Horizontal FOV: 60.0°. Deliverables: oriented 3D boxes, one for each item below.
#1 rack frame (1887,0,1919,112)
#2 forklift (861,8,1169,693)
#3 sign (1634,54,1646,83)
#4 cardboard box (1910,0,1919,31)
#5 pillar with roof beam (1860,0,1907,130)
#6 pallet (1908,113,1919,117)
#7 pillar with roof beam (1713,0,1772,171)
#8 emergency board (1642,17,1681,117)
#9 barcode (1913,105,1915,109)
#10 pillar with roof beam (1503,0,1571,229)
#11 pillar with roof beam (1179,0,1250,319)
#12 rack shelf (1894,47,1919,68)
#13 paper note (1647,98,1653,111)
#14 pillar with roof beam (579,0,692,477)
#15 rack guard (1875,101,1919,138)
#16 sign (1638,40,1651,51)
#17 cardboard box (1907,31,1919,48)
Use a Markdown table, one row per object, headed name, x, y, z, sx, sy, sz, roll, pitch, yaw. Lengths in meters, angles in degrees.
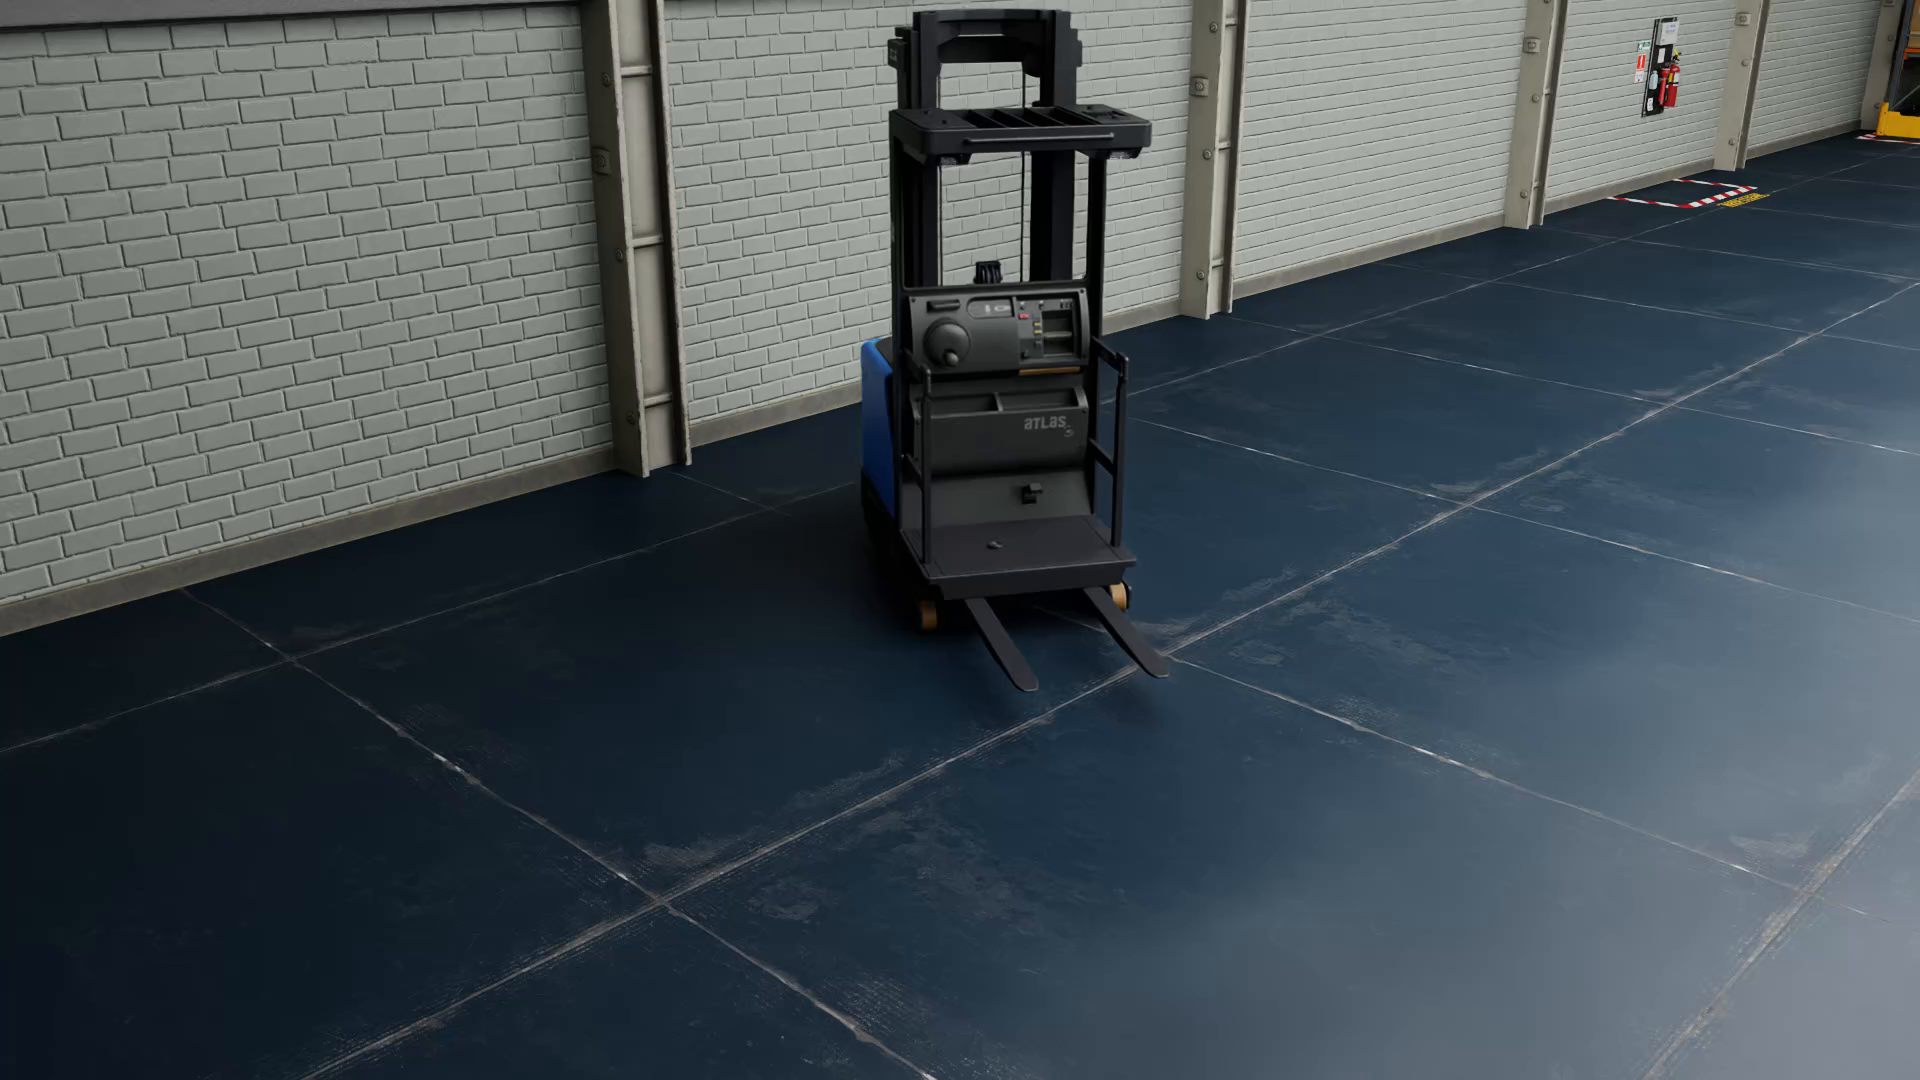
| name | x | y | z | sx | sy | sz | roll | pitch | yaw |
| --- | --- | --- | --- | --- | --- | --- | --- | --- | --- |
| rack frame | 14.877 | -7.660 | 25.323 | 1.000 | 3.000 | 0.127 | 19 | 28 | 41 |
| forklift | 0.253 | -1.056 | 8.236 | 1.130 | 2.935 | 3.031 | -5 | 22 | -13 |
| sign | 8.349 | -5.789 | 20.404 | 0.001 | 0.329 | 0.234 | 19 | 28 | 41 |
| cardboard box | 15.054 | -8.124 | 25.665 | 0.500 | 0.500 | 0.500 | 19 | 28 | 40 |
| pillar with roof beam | 17.830 | -9.779 | 22.474 | 9.100 | 9.000 | 0.400 | 19 | 28 | 41 |
| pallet | 15.522 | -6.578 | 26.394 | 1.003 | 0.211 | 1.213 | 19 | 28 | 41 |
| pillar with roof beam | 13.645 | -8.237 | 18.462 | 9.100 | 9.000 | 0.400 | 19 | 28 | 41 |
| emergency board | 8.809 | -5.888 | 20.713 | 0.194 | 1.169 | 0.643 | 19 | 28 | 41 |
| barcode | 15.150 | -6.875 | 26.401 | 0.001 | 0.075 | 0.075 | 19 | 28 | 41 |
| pillar with roof beam | 9.459 | -6.695 | 14.449 | 9.100 | 9.000 | 0.400 | 19 | 28 | 41 |
| pillar with roof beam | 5.273 | -5.152 | 10.436 | 9.100 | 9.000 | 0.400 | 19 | 28 | 41 |
| rack shelf | 16.272 | -7.838 | 26.789 | 1.077 | 0.370 | 4.000 | 19 | 28 | 41 |
| paper note | 8.636 | -5.449 | 20.798 | 0.016 | 0.148 | 0.142 | 19 | 28 | 41 |
| pillar with roof beam | 1.088 | -3.610 | 6.424 | 9.100 | 9.000 | 0.400 | 19 | 28 | 41 |
| rack guard | 14.930 | -6.513 | 25.822 | 1.175 | 0.500 | 0.348 | 19 | 28 | 41 |
| sign | 8.359 | -6.035 | 20.307 | 0.001 | 0.109 | 0.331 | 19 | 28 | 41 |
| cardboard box | 15.064 | -7.768 | 25.785 | 0.500 | 0.250 | 0.500 | -20 | 28 | -41 |
